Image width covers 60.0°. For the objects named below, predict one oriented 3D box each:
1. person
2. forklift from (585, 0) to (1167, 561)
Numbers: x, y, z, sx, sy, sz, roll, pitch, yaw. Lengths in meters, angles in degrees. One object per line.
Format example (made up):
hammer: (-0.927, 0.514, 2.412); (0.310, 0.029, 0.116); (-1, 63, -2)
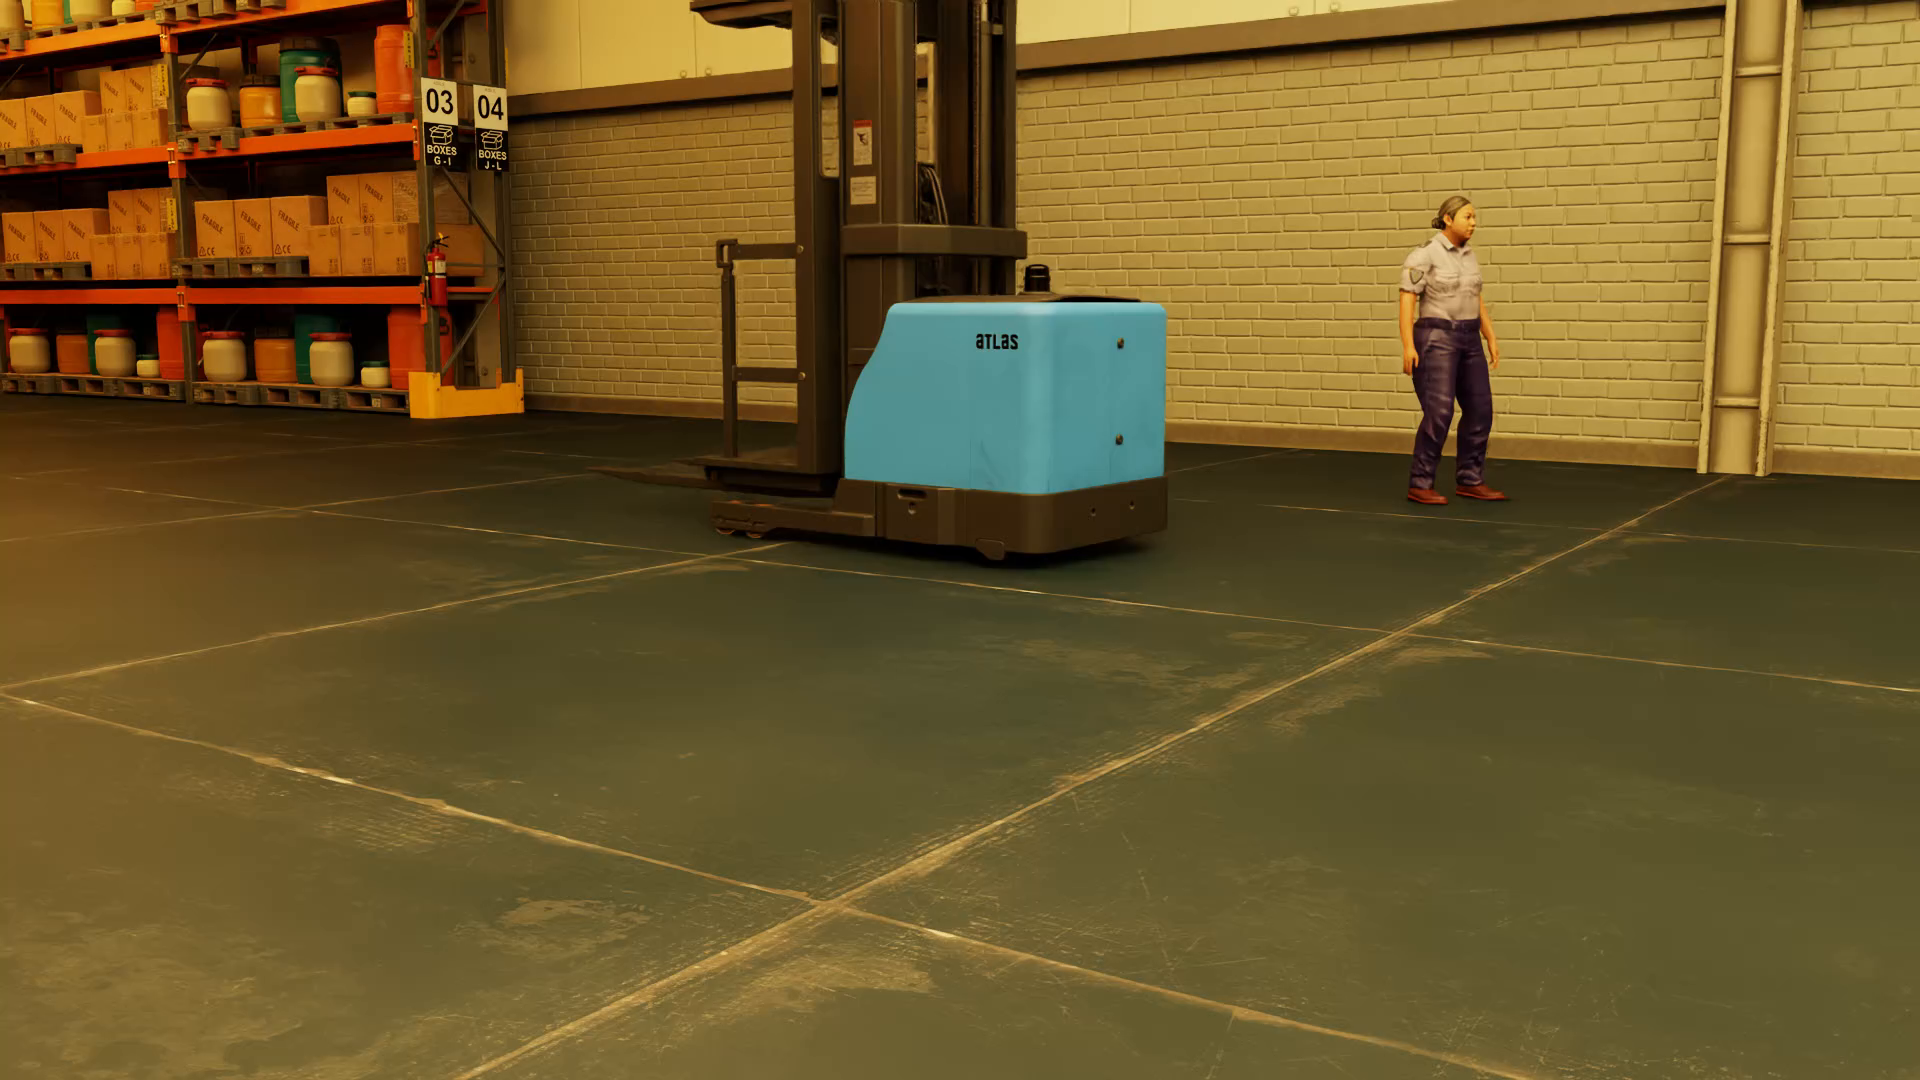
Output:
person: (2.667, -1.030, 9.018); (0.636, 1.644, 0.394); (-5, 9, -31)
forklift: (-0.549, -1.507, 7.792); (3.031, 2.935, 1.130); (6, 10, 37)
